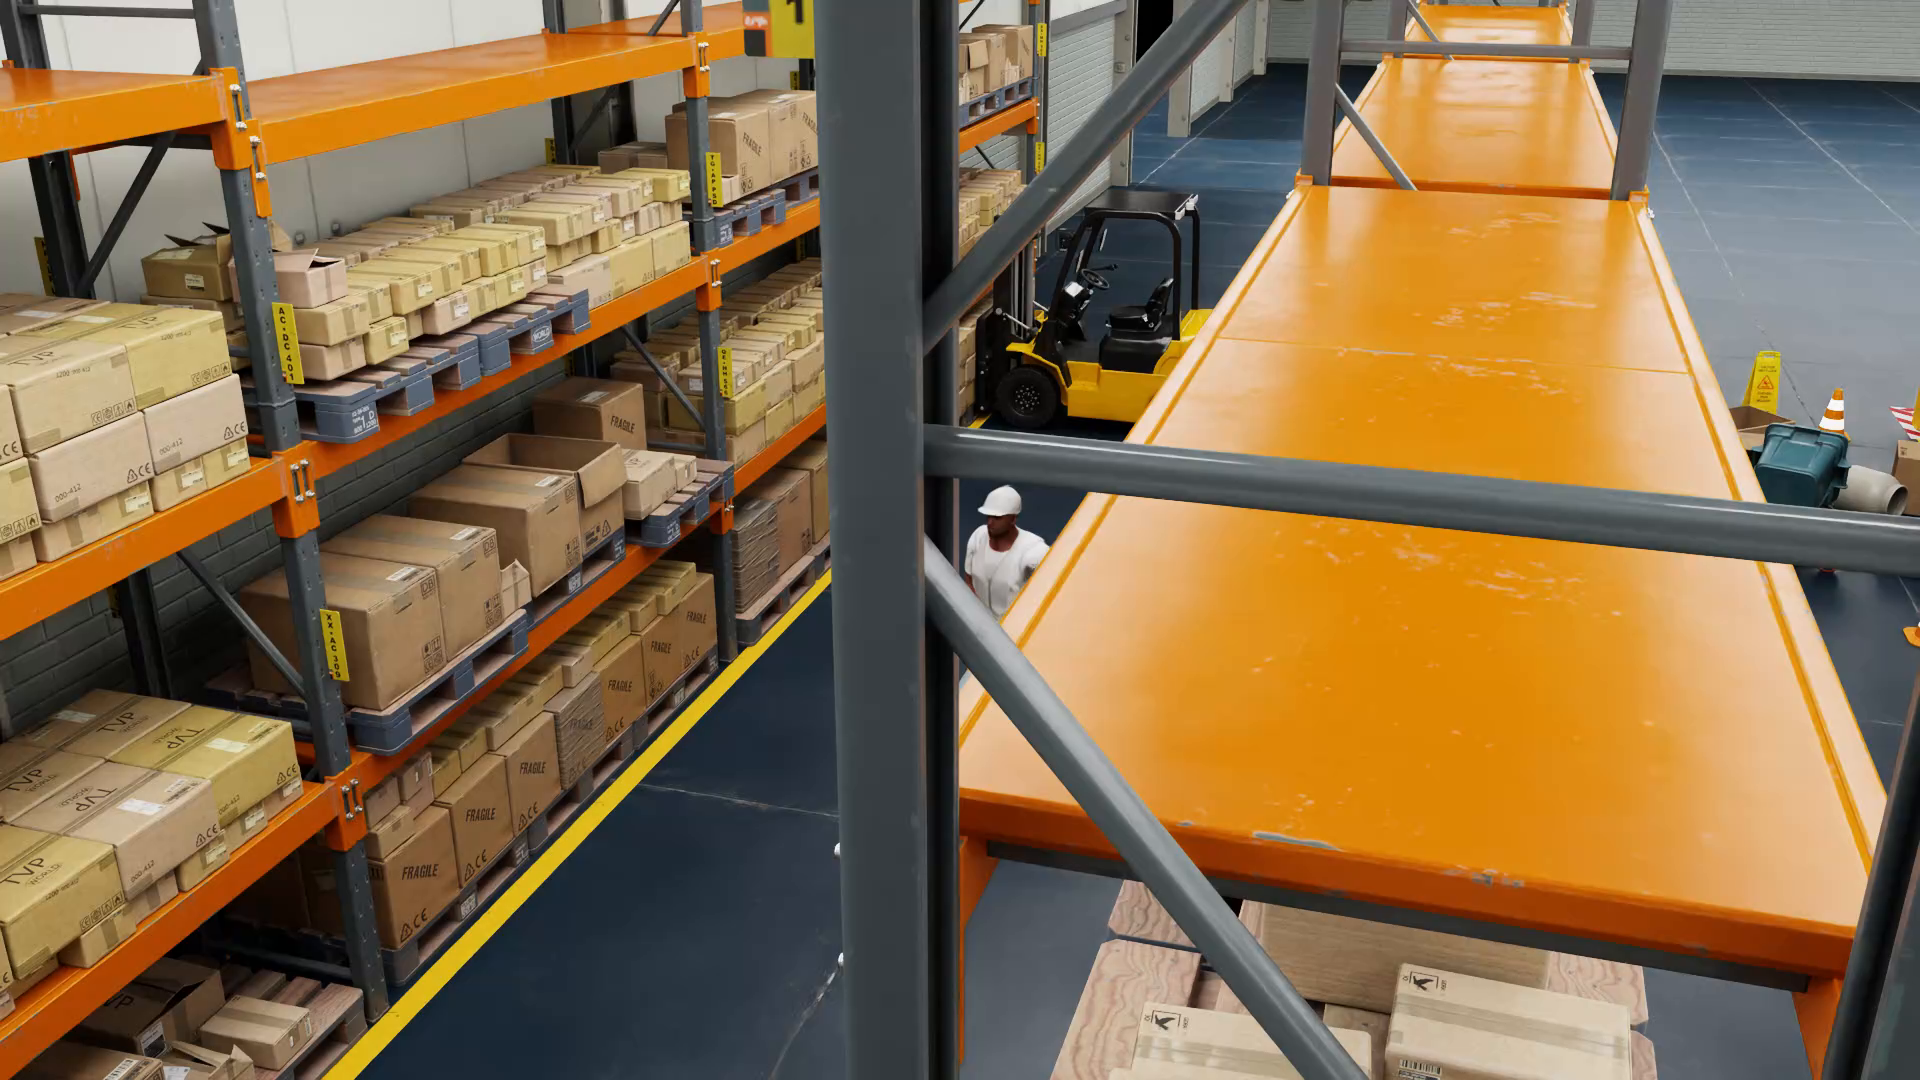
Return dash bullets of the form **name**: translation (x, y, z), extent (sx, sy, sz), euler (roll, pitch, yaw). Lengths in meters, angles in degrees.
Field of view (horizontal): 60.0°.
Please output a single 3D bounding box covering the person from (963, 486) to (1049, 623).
- **person**: translation (0.247, 0.488, 9.865), extent (0.575, 1.709, 1.098), euler (20, 29, 40)
